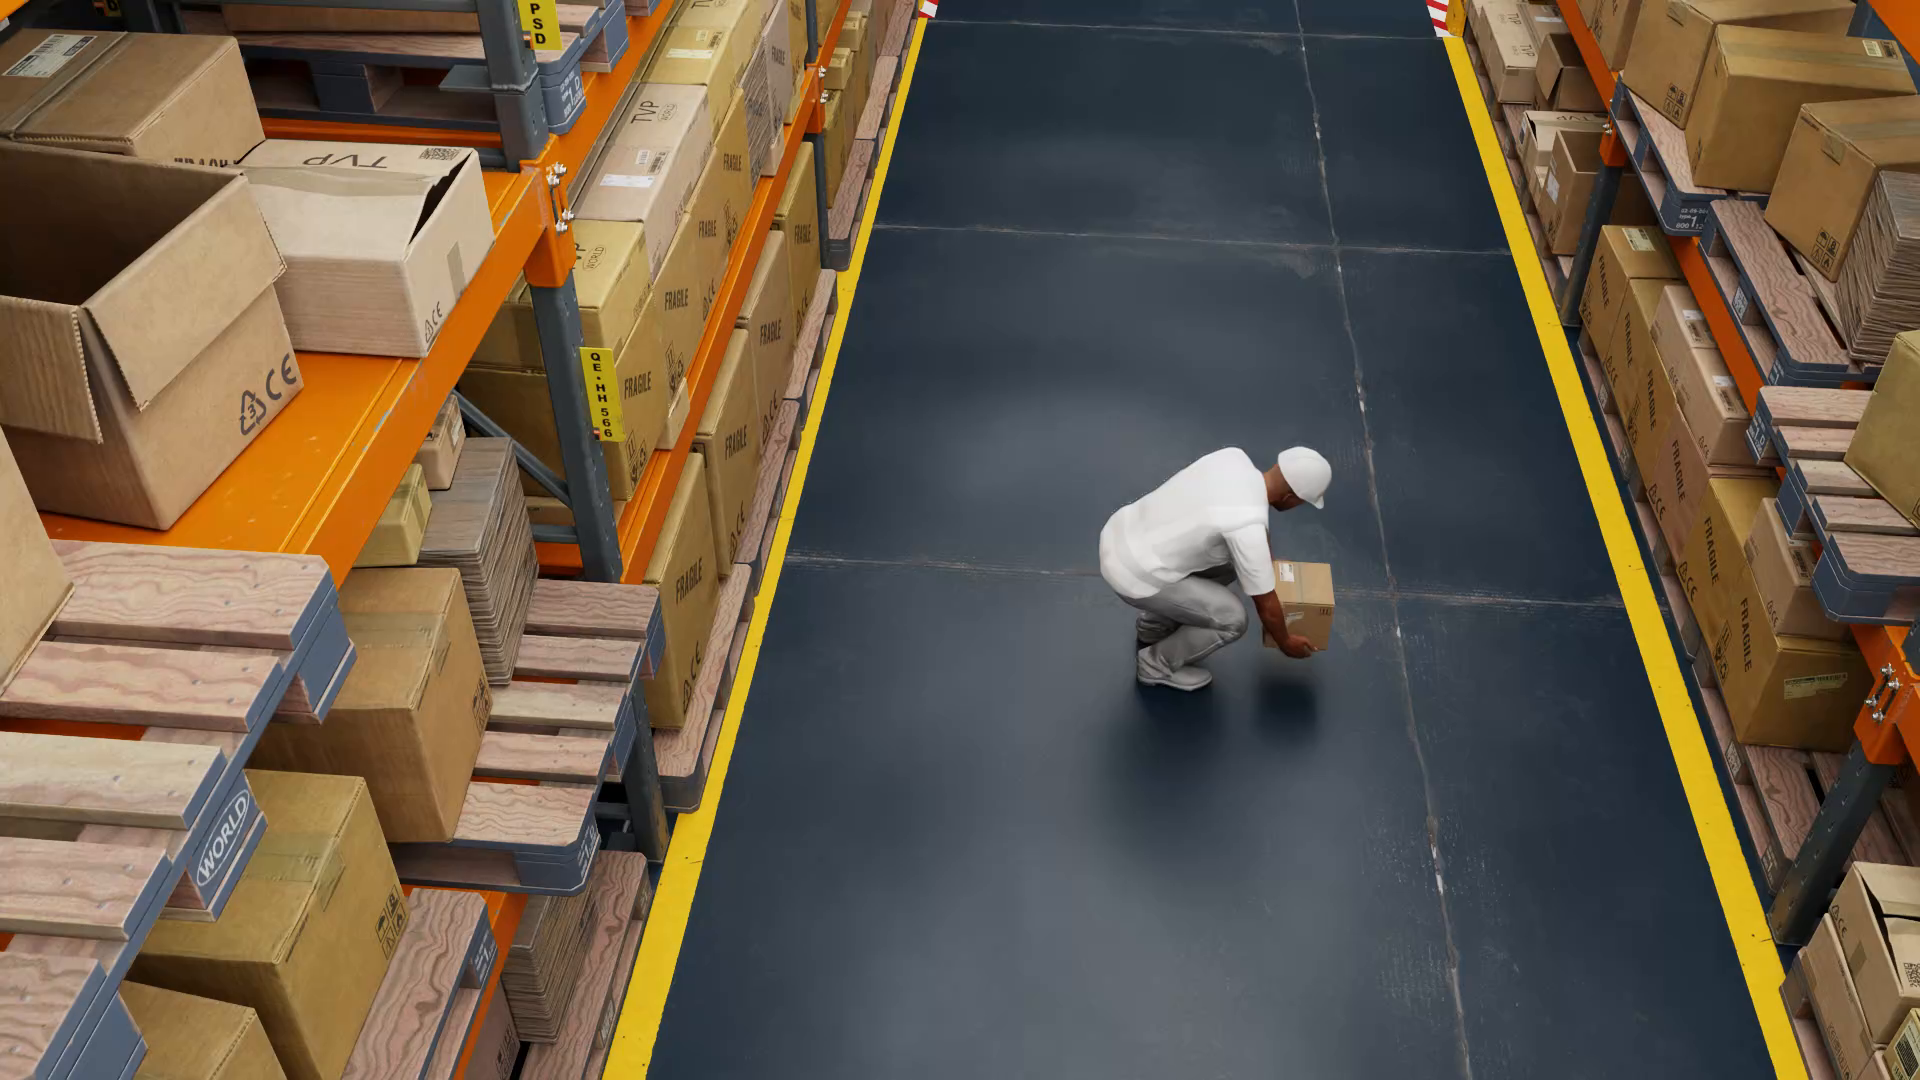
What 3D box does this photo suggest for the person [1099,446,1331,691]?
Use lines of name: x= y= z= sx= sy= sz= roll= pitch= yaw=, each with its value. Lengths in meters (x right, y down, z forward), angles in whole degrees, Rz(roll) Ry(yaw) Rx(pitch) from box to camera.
person: x=0.995 y=0.064 z=6.620 sx=0.882 sy=1.055 sz=0.591 roll=3 pitch=40 yaw=4
